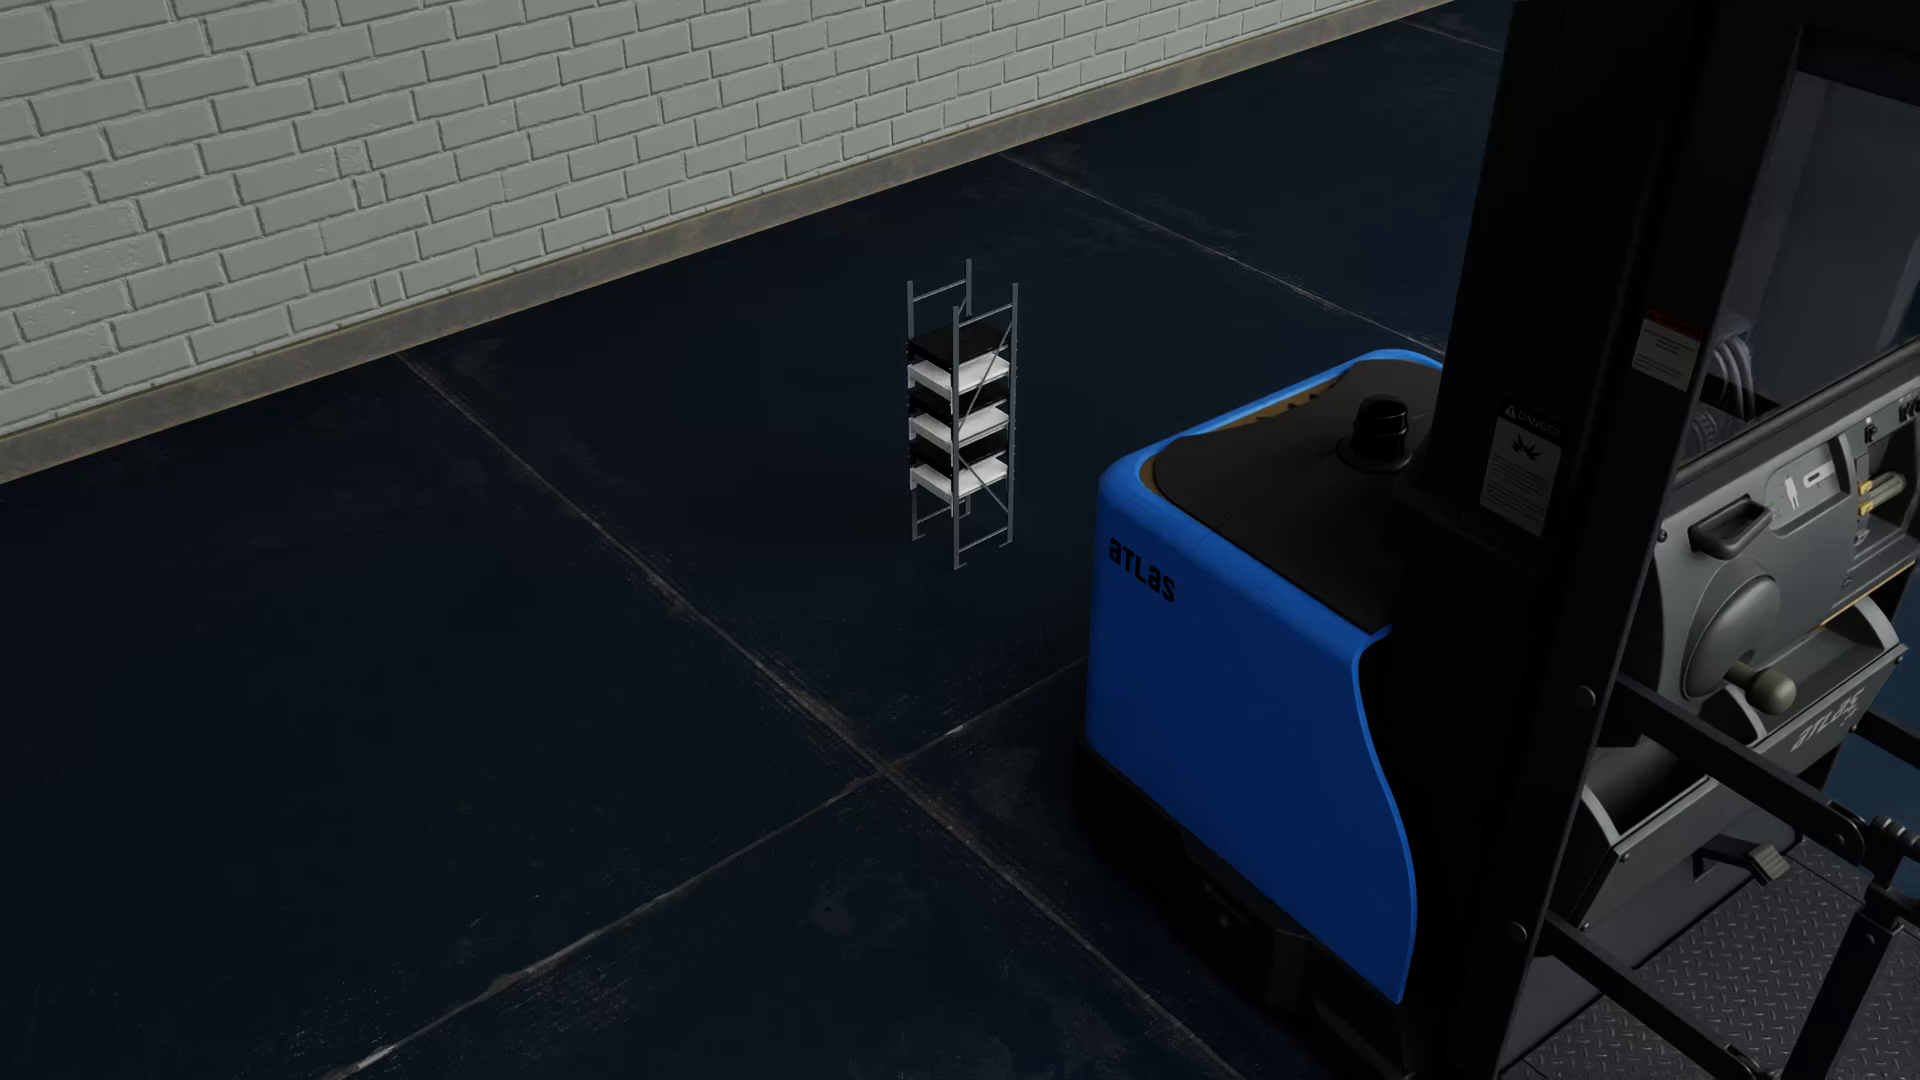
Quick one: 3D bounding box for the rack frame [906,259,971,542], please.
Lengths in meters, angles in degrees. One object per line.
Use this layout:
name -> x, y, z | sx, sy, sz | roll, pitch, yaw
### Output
rack frame -> -0.060, -0.409, 5.048 | 0.240, 0.900, 0.006 | -26, 43, -32

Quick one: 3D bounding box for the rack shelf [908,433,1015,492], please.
rack shelf -> 0.005, -0.263, 5.056 | 0.258, 0.077, 0.200 | -26, 43, -32

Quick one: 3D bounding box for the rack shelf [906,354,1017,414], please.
rack shelf -> 0.005, -0.483, 4.900 | 0.258, 0.077, 0.200 | -26, 43, -32

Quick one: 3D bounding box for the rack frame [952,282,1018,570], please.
rack frame -> 0.071, -0.319, 4.921 | 0.240, 0.900, 0.006 | -26, 43, -32

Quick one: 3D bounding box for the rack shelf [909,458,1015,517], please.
rack shelf -> 0.005, -0.190, 5.108 | 0.258, 0.077, 0.200 | -26, 43, -32

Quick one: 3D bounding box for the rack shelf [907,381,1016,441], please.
rack shelf -> 0.005, -0.410, 4.952 | 0.258, 0.077, 0.200 | -26, 43, -32

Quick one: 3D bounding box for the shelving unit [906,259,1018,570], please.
shelving unit -> 0.005, -0.364, 4.985 | 0.258, 0.900, 0.210 | -26, 43, -32

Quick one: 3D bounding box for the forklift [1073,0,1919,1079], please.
forklift -> 1.567, 0.037, 2.662 | 1.130, 2.935, 3.031 | -23, 41, -29

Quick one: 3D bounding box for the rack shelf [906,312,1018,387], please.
rack shelf -> 0.005, -0.557, 4.848 | 0.258, 0.077, 0.200 | -26, 43, -32

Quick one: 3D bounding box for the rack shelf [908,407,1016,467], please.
rack shelf -> 0.005, -0.336, 5.004 | 0.258, 0.077, 0.200 | -26, 43, -32
